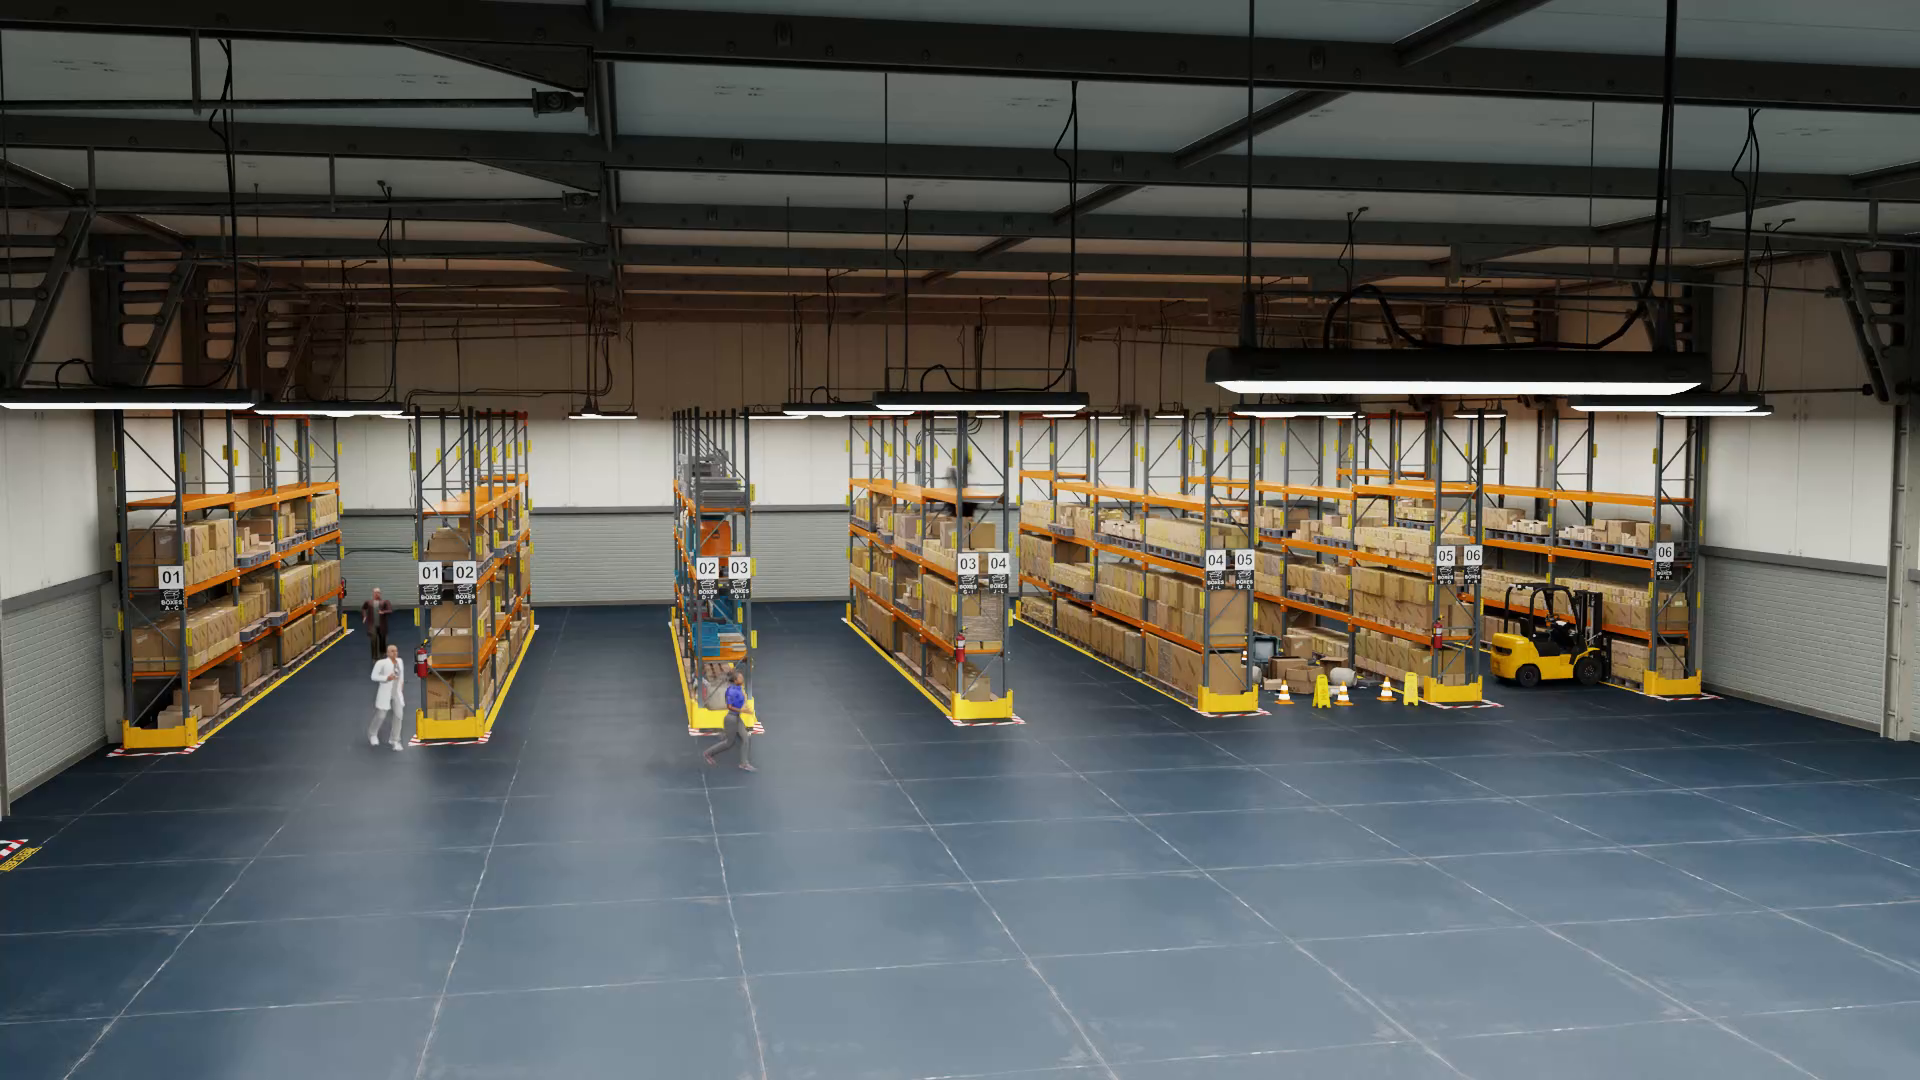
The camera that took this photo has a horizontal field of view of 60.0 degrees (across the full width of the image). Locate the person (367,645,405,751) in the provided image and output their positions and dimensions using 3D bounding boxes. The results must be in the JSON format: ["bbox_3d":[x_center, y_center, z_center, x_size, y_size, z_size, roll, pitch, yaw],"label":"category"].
[{"bbox_3d":[-10.040,2.796,29.270,0.939,1.733,0.713,4,5,42],"label":"person"}]

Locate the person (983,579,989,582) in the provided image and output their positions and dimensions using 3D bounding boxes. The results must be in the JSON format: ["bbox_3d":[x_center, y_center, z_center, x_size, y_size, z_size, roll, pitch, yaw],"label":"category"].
[{"bbox_3d":[0.862,1.557,46.308,0.693,1.787,0.803,0,4,-1],"label":"person"}]

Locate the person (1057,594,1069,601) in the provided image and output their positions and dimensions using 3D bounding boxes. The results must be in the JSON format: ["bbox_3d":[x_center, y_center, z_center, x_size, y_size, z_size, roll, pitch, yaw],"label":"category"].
[{"bbox_3d":[3.092,1.301,49.708,0.658,1.714,0.705,2,5,31],"label":"person"}]

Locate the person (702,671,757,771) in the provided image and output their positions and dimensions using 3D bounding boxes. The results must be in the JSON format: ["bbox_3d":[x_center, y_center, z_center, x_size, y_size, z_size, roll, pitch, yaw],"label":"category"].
[{"bbox_3d":[-3.781,2.977,27.272,0.876,1.642,0.564,0,4,4],"label":"person"}]

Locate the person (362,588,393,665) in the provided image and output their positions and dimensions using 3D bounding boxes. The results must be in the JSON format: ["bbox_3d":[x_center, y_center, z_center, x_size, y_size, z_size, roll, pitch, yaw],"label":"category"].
[{"bbox_3d":[-13.752,2.015,39.249,0.701,1.764,1.064,-1,4,-18],"label":"person"}]
